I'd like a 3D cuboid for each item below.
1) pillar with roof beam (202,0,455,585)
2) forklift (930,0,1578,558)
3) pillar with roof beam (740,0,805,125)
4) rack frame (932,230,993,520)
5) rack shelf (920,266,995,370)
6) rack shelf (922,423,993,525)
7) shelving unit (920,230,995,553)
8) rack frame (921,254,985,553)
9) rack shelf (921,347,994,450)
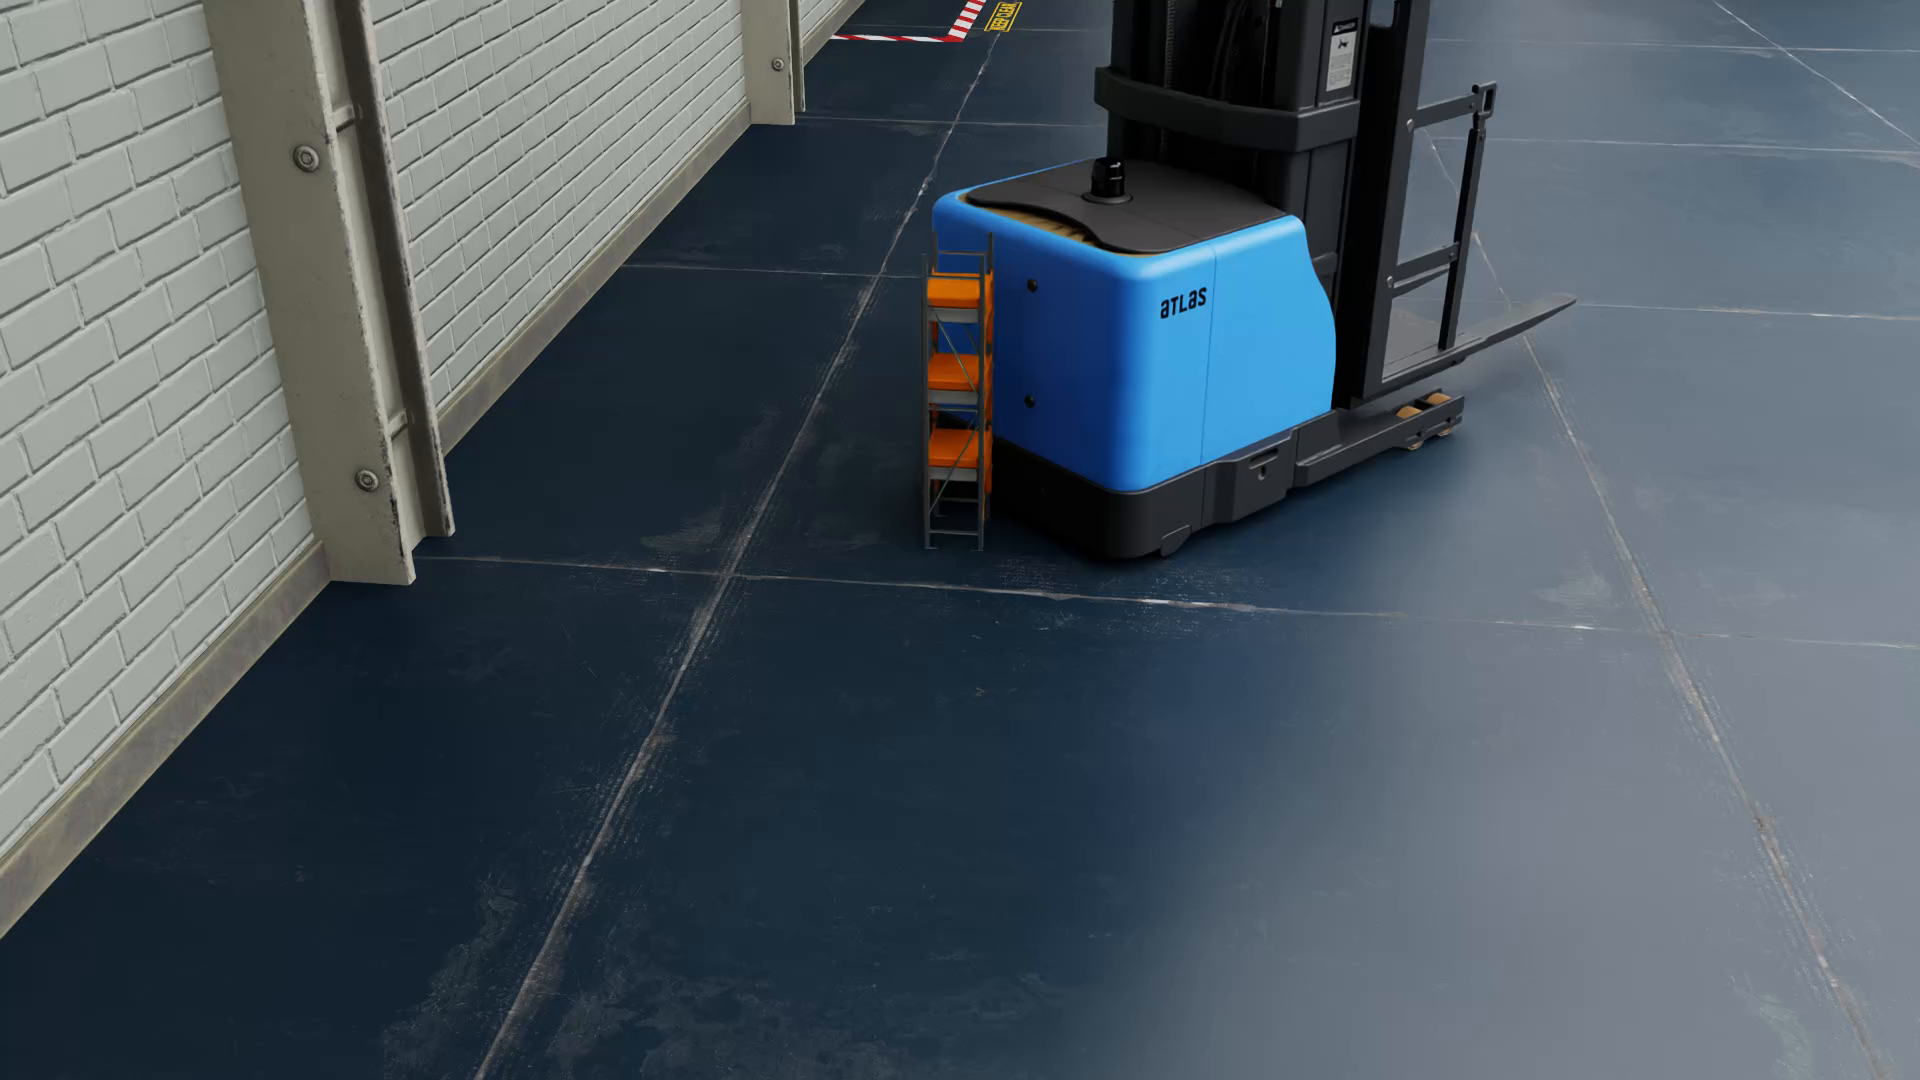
[{"bbox_3d":[2.332,-3.665,3.065,9.100,9.000,0.400,3,28,6],"label":"pillar with roof beam"},{"bbox_3d":[1.334,-1.803,6.007,3.031,2.935,1.130,-22,35,-35],"label":"forklift"},{"bbox_3d":[3.067,-6.489,8.307,9.100,9.000,0.400,3,28,6],"label":"pillar with roof beam"},{"bbox_3d":[0.009,-0.540,5.645,0.200,1.050,0.008,3,28,6],"label":"rack frame"},{"bbox_3d":[-0.006,-0.723,5.408,0.215,0.259,0.240,3,28,6],"label":"rack shelf"},{"bbox_3d":[-0.006,-0.228,5.675,0.215,0.259,0.240,3,28,6],"label":"rack shelf"},{"bbox_3d":[-0.006,-0.482,5.538,0.215,1.050,0.252,3,28,6],"label":"shelving unit"},{"bbox_3d":[-0.021,-0.425,5.431,0.200,1.050,0.008,3,28,6],"label":"rack frame"},{"bbox_3d":[-0.006,-0.473,5.543,0.215,0.259,0.240,3,28,6],"label":"rack shelf"}]
